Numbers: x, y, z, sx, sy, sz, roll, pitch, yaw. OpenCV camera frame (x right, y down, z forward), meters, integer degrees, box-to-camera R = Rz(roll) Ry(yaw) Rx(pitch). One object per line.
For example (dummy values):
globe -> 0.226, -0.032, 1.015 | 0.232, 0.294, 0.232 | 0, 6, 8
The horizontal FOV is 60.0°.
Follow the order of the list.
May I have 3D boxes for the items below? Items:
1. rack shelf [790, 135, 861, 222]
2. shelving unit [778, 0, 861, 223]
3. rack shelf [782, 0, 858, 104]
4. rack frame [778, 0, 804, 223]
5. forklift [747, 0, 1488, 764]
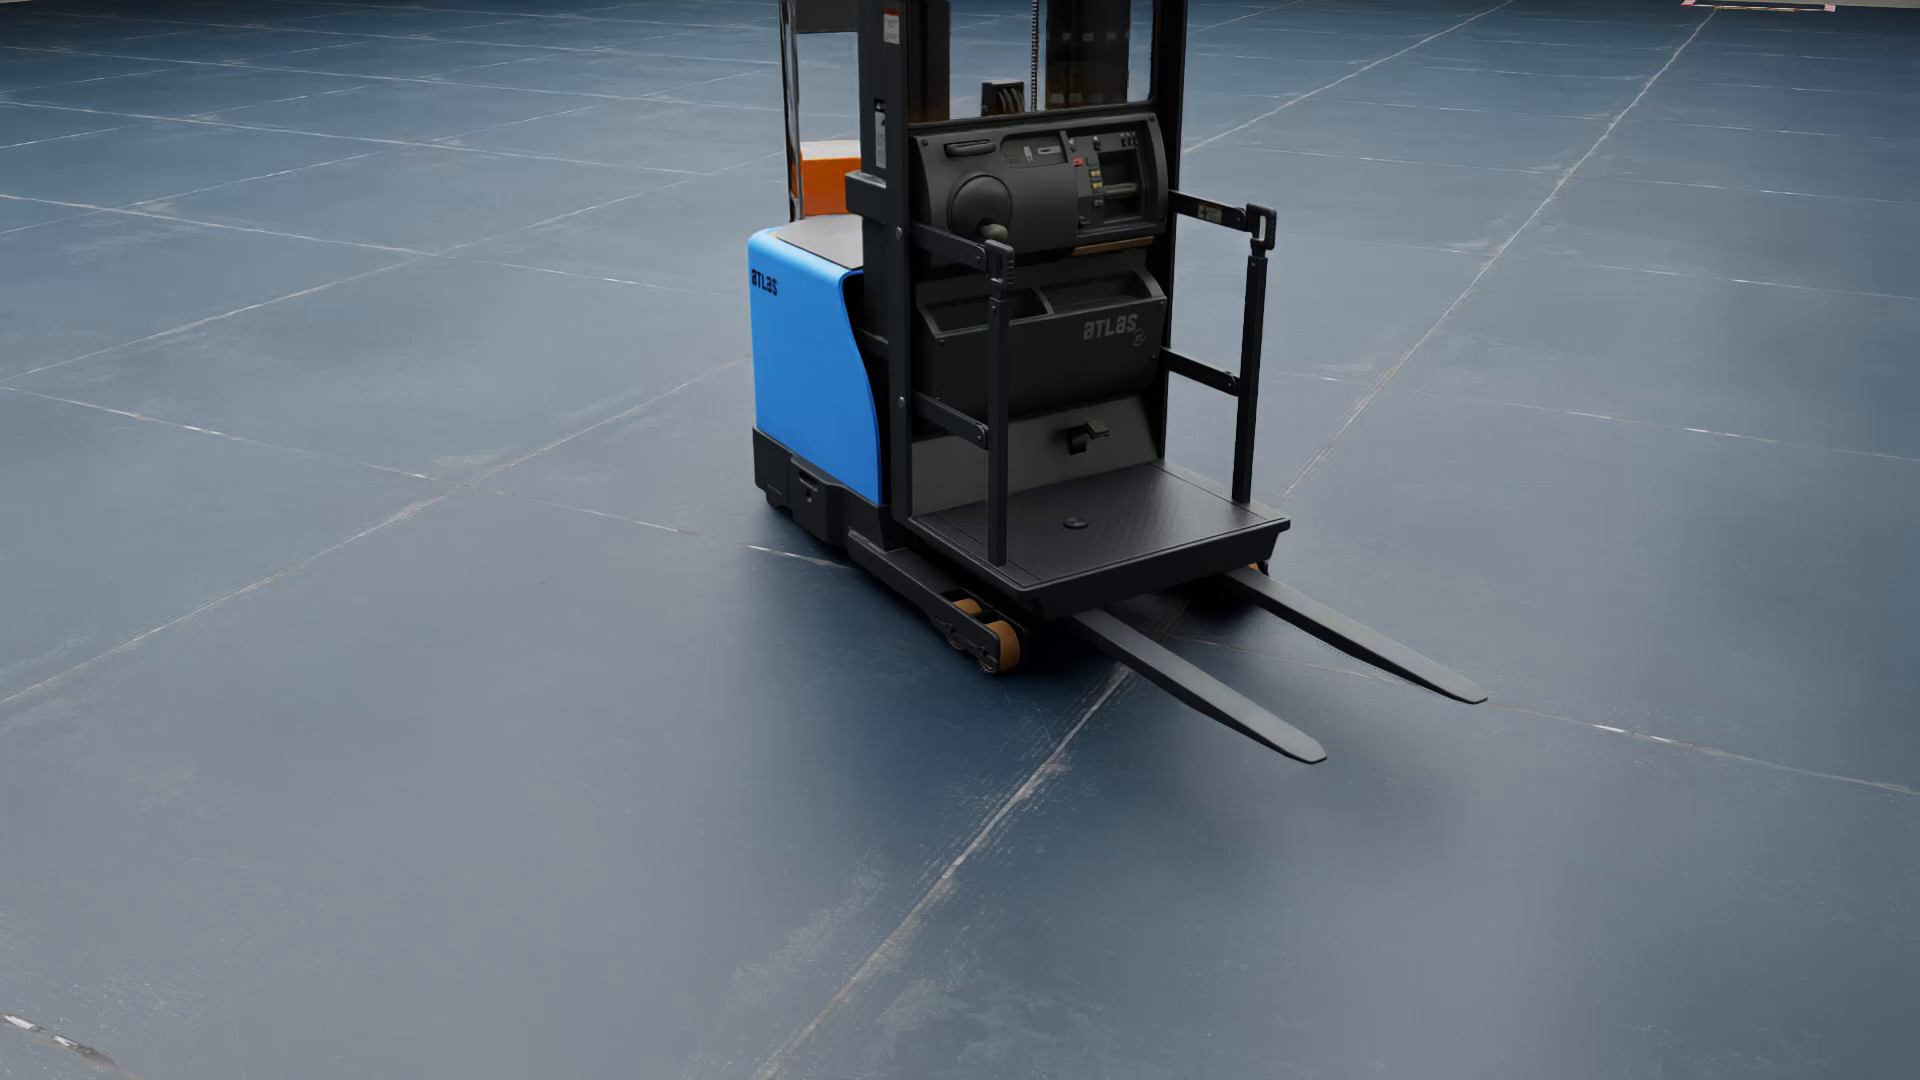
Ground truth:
rack shelf -> -0.434, -1.391, 6.862 | 0.480, 0.518, 0.431 | -6, 24, -11
shelving unit -> -0.434, -1.403, 6.856 | 0.503, 2.100, 0.431 | -6, 24, -11
rack shelf -> -0.444, -2.034, 6.586 | 0.480, 0.518, 0.431 | -6, 24, -11
rack frame -> -0.672, -1.380, 6.811 | 0.015, 2.100, 0.400 | -6, 24, -11
forklift -> 0.392, -1.136, 5.175 | 1.130, 2.935, 3.031 | -14, 27, -29
